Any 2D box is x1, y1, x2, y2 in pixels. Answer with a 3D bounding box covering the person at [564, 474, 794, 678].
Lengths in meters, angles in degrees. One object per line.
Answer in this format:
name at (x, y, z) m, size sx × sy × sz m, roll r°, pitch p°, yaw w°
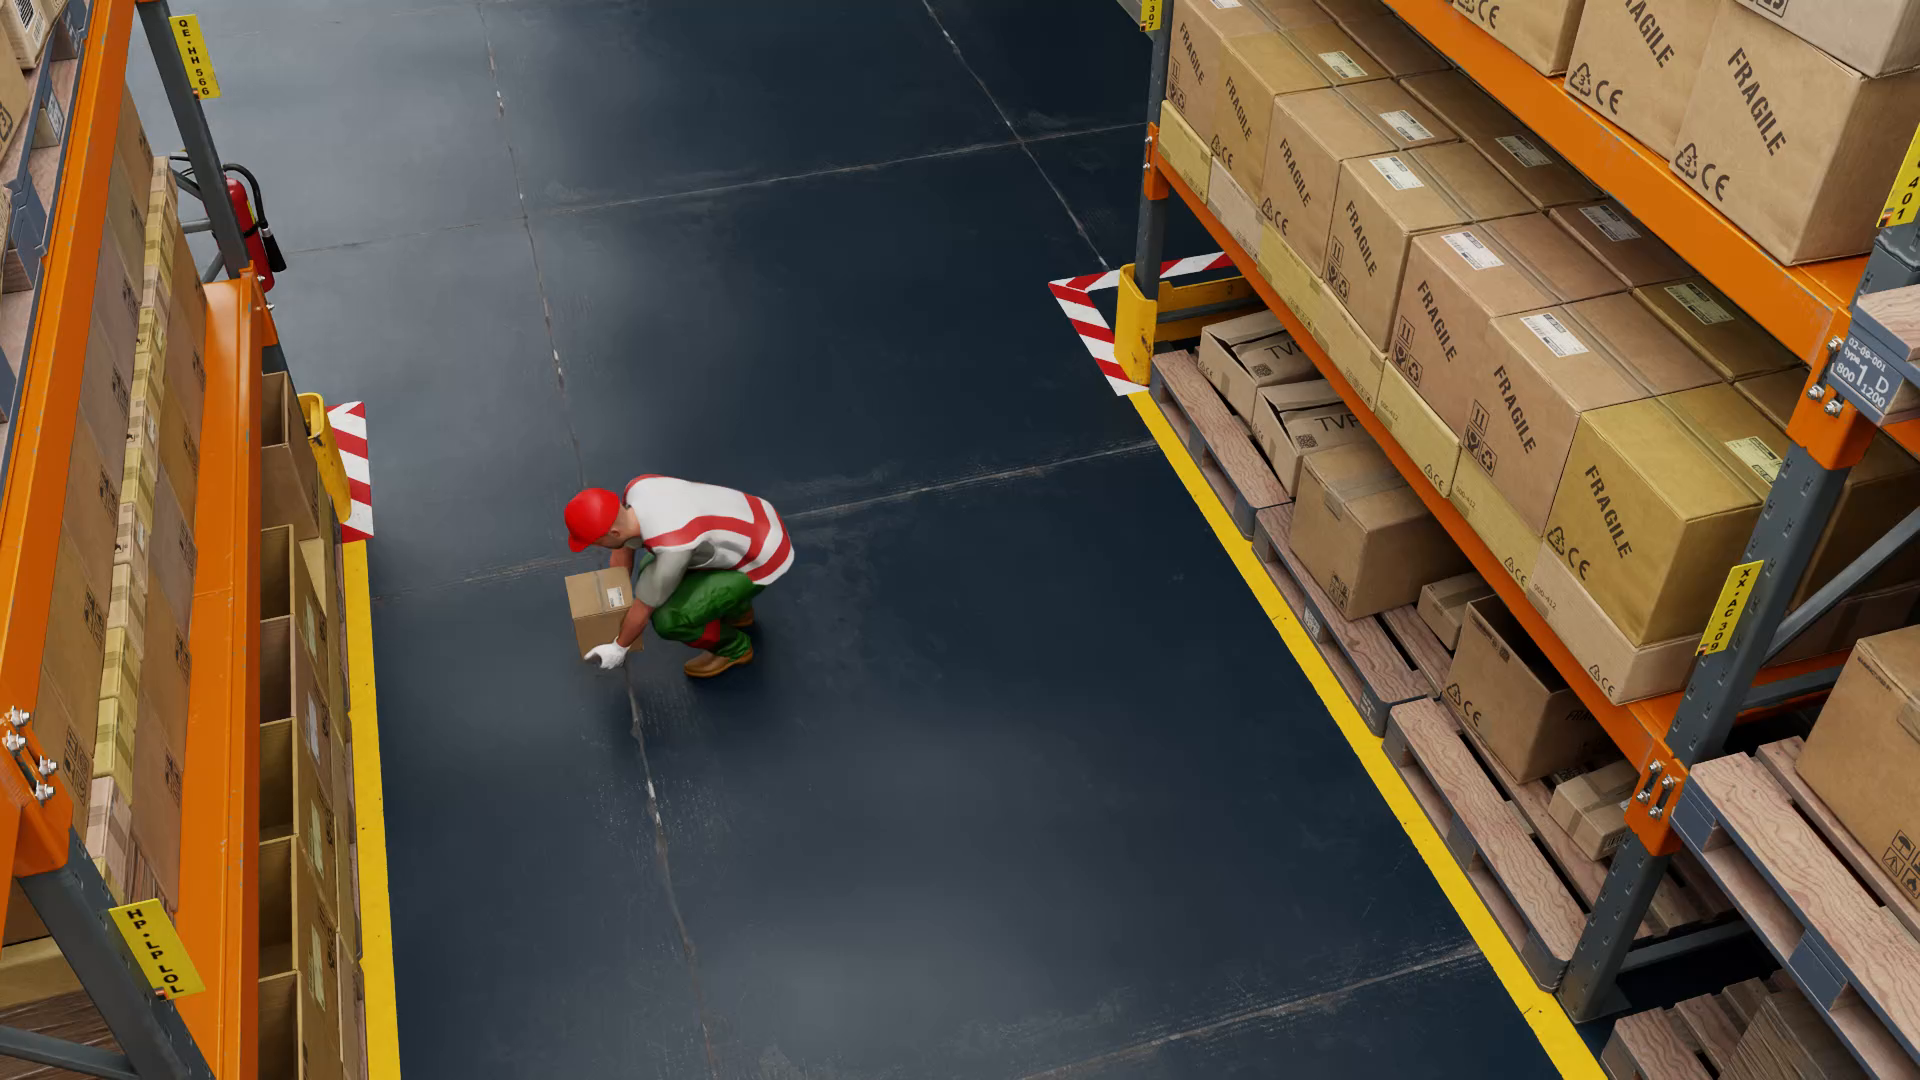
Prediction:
person at (-1.107, 0.107, 6.622) m, size 0.895 × 0.997 × 0.542 m, roll -13°, pitch 43°, yaw -14°
